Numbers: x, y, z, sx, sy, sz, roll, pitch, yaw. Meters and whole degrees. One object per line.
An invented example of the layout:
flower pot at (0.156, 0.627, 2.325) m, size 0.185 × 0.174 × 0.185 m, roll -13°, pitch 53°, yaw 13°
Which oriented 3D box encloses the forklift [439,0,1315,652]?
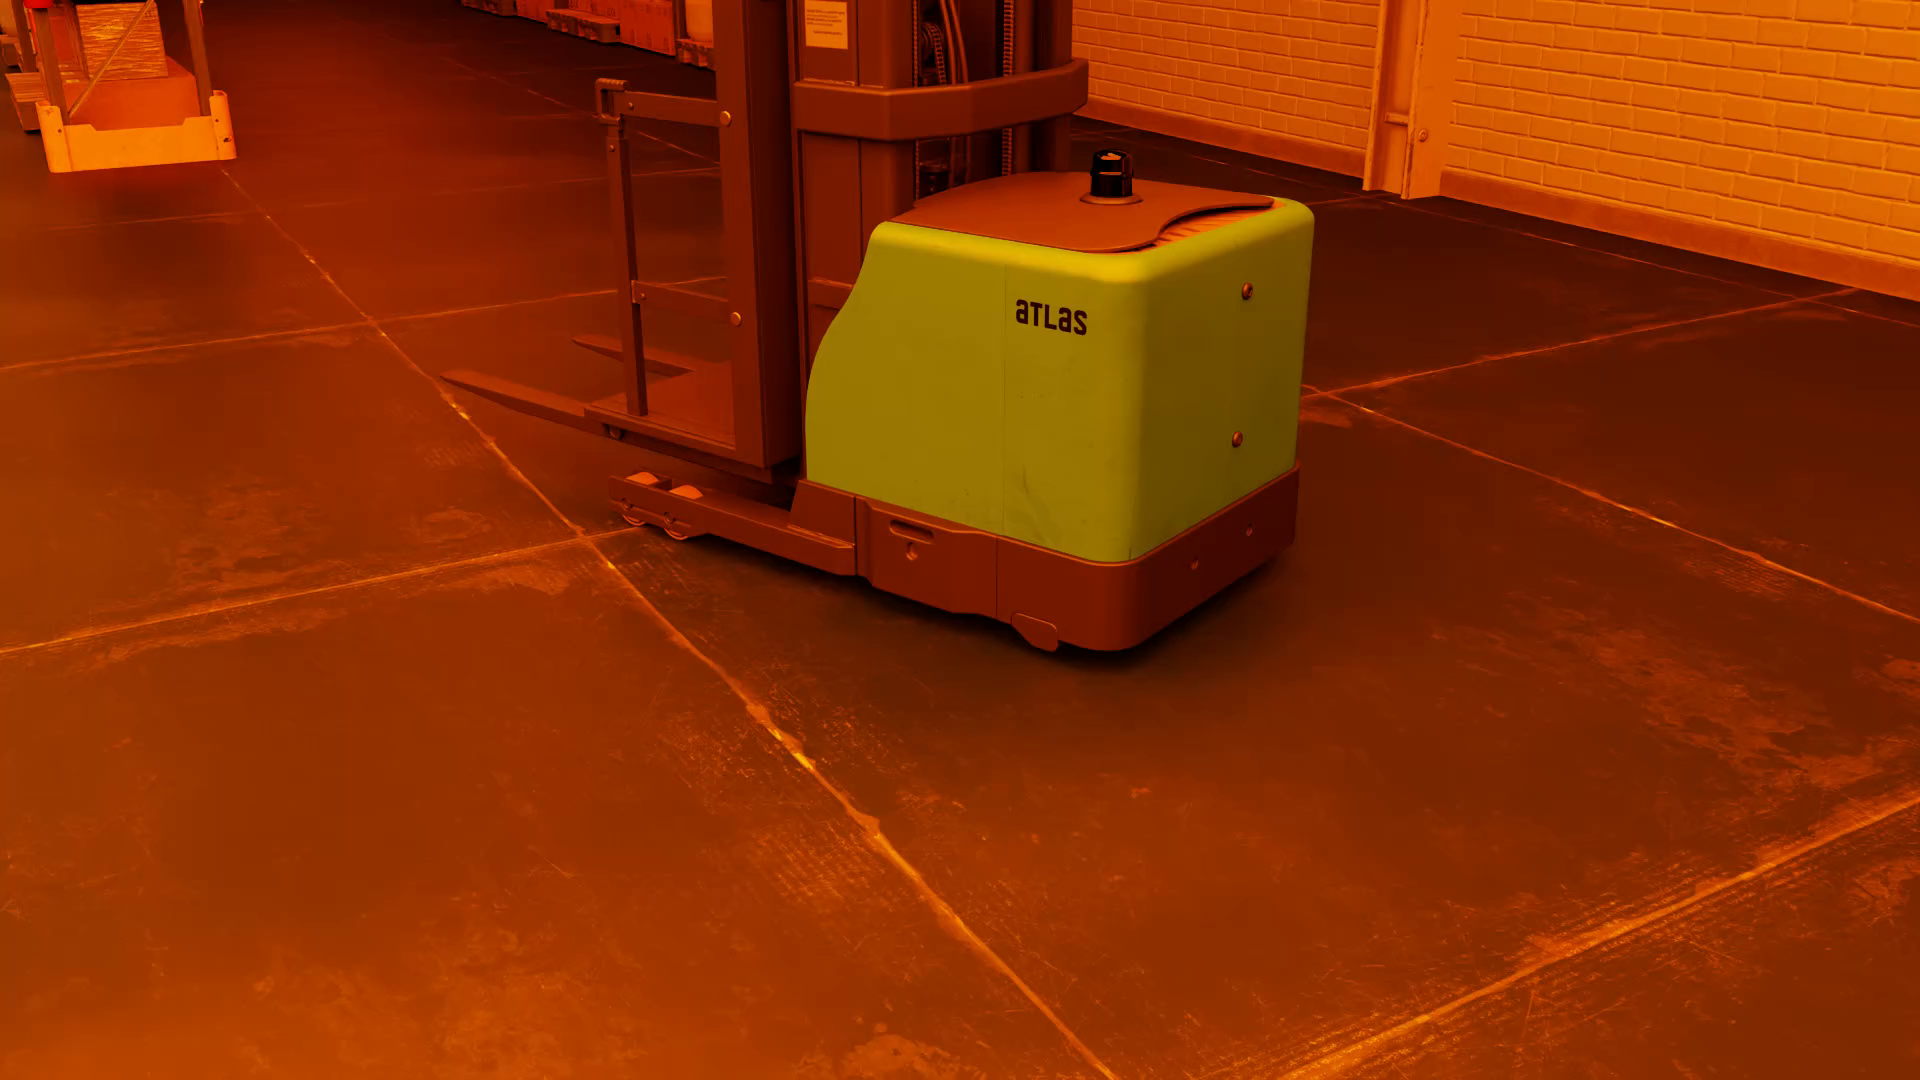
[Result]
forklift at (-0.481, -1.497, 4.922) m, size 3.031 × 2.935 × 1.130 m, roll 16°, pitch 27°, yaw 34°
